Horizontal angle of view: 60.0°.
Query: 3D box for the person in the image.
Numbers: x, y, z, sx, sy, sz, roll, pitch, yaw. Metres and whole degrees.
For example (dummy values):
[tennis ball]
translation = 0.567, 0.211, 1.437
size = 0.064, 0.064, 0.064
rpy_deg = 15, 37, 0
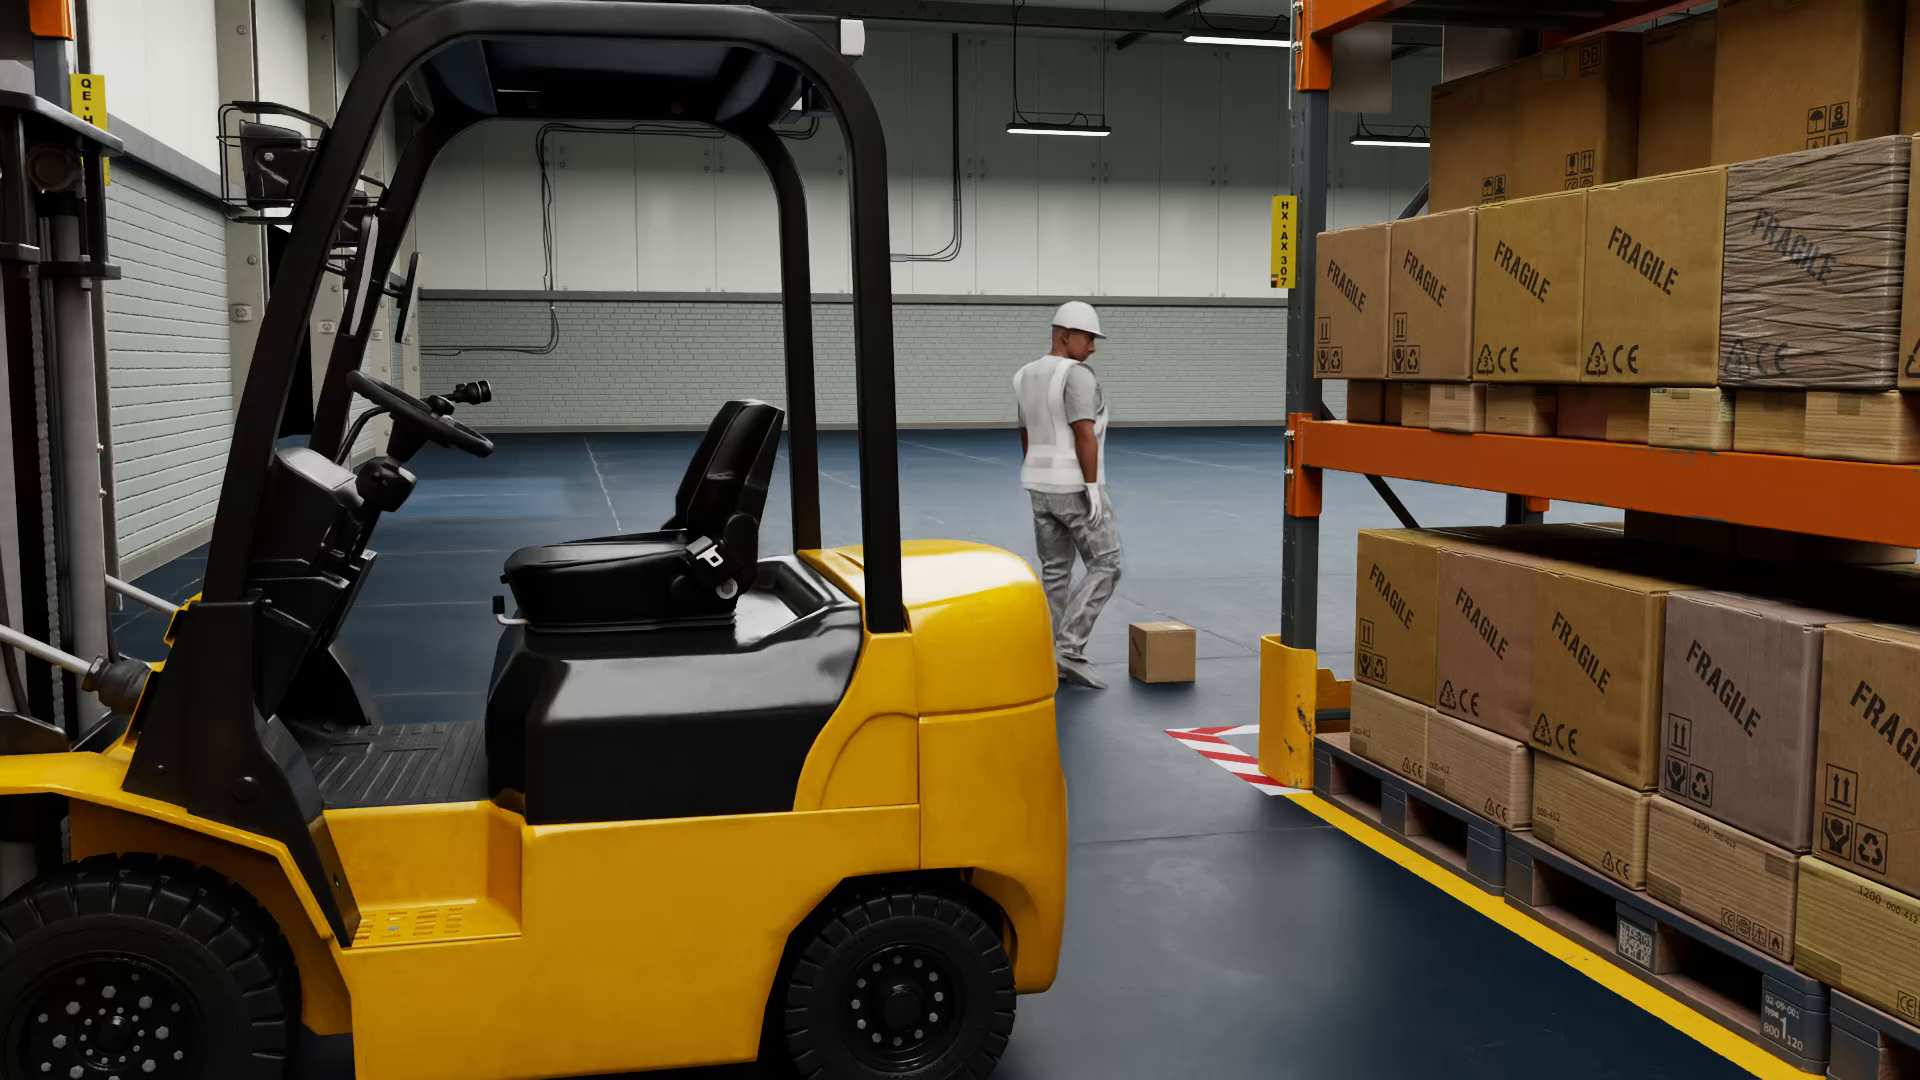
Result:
[person]
translation = 0.518, -0.215, 7.835
size = 0.461, 1.804, 0.651
rpy_deg = -4, 7, -34
